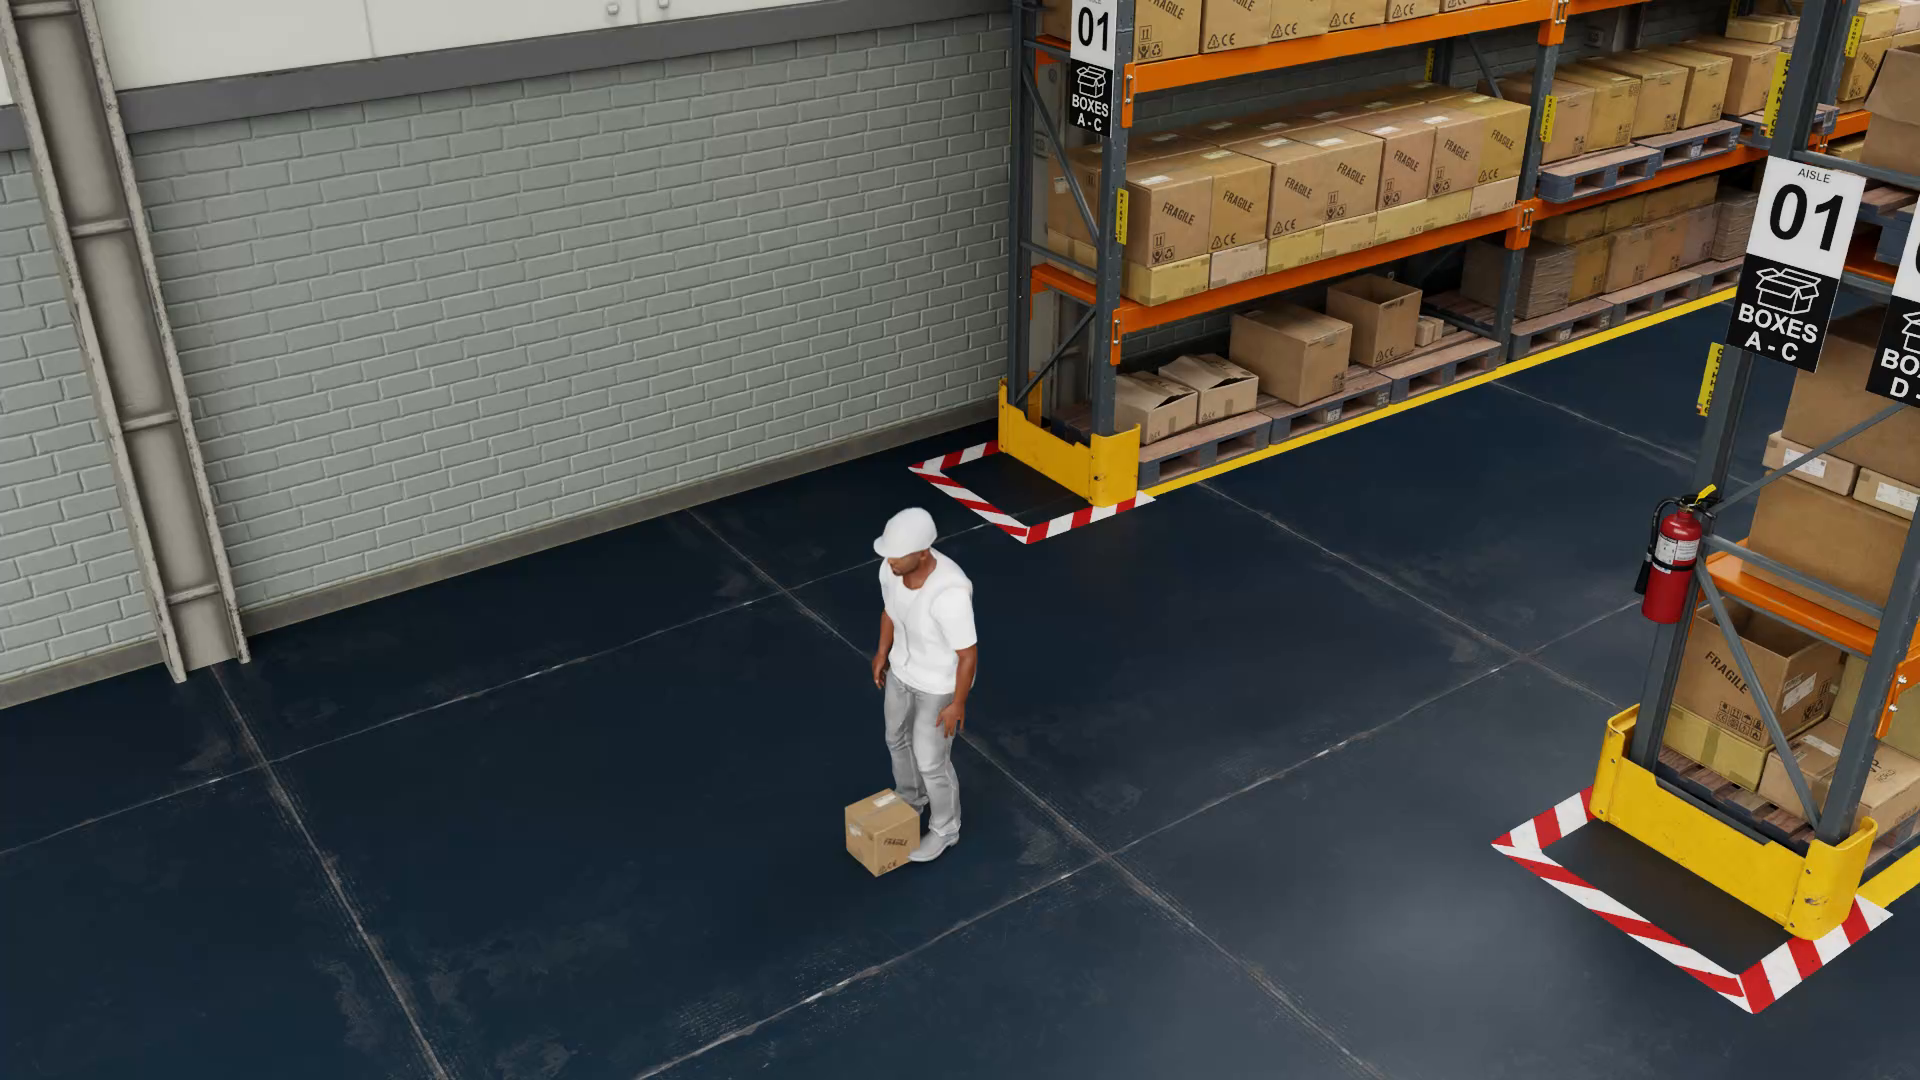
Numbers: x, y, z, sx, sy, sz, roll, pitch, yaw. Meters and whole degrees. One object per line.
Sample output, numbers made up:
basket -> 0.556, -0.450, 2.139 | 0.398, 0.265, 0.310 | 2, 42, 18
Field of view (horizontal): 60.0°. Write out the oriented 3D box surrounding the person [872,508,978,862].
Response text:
person -> -0.179, 0.620, 7.459 | 0.460, 1.760, 0.612 | -20, 34, -32
